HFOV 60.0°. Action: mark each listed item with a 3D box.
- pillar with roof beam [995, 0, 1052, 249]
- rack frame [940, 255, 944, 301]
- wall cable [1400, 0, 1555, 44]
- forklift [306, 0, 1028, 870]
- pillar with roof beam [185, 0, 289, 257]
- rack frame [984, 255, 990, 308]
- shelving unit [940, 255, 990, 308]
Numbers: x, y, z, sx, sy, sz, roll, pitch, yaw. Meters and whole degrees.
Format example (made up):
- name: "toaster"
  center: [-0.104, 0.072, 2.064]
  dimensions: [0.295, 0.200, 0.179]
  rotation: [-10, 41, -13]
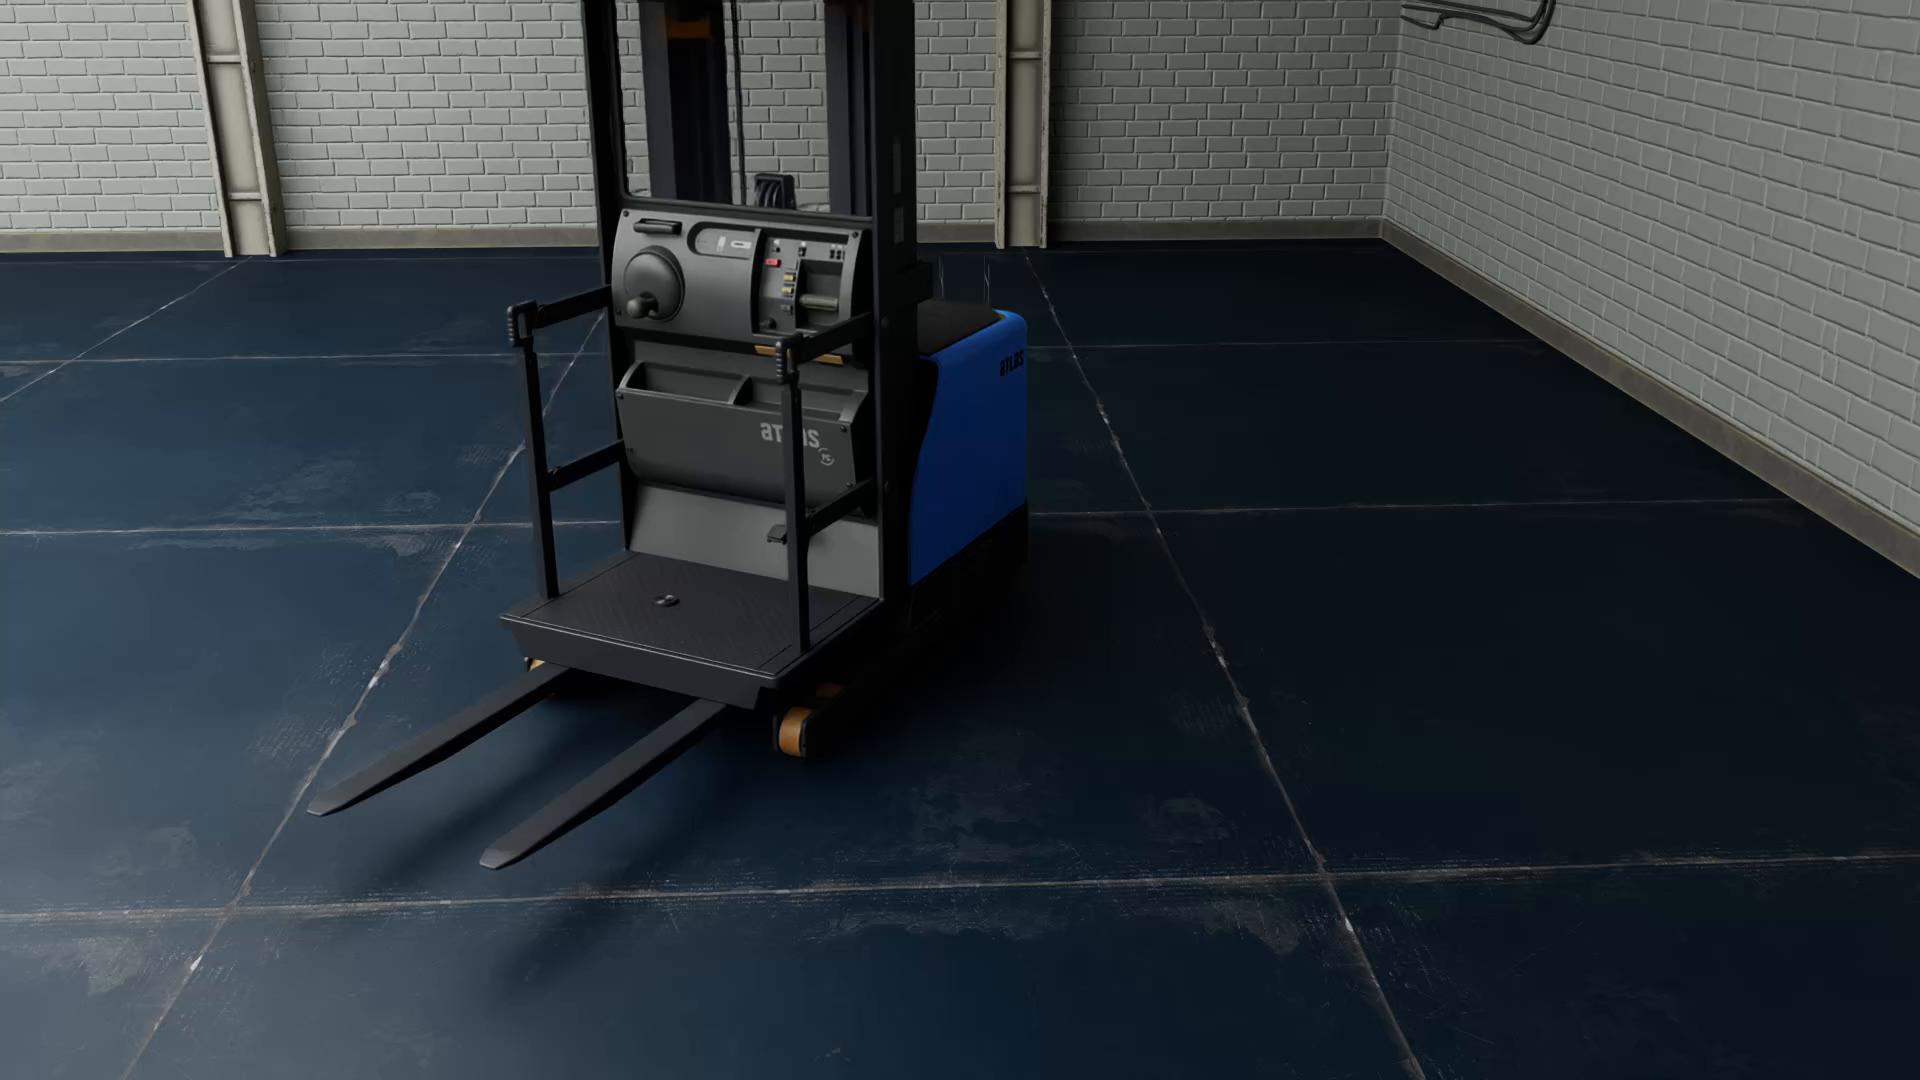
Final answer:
- name: "pillar with roof beam"
  center: [0.733, -5.048, 7.733]
  dimensions: [0.400, 9.000, 9.100]
  rotation: [-1, 21, -3]
- name: "rack frame"
  center: [-0.073, -0.562, 6.910]
  dimensions: [0.006, 1.200, 0.240]
  rotation: [-1, 21, -3]
- name: "wall cable"
  center: [3.504, -4.716, 11.226]
  dimensions: [0.112, 2.526, 3.097]
  rotation: [-1, 21, -3]
- name: "forklift"
  center: [-0.827, -0.852, 5.240]
  dimensions: [1.130, 2.935, 3.031]
  rotation: [10, 23, 24]
- name: "pillar with roof beam"
  center: [-5.257, -4.926, 7.413]
  dimensions: [0.400, 9.000, 9.100]
  rotation: [-1, 21, -3]
- name: "rack frame"
  center: [0.109, -0.566, 6.920]
  dimensions: [0.006, 1.200, 0.240]
  rotation: [-1, 21, -3]
- name: "shelving unit"
  center: [0.018, -0.564, 6.915]
  dimensions: [0.189, 1.200, 0.258]
  rotation: [-1, 21, -3]
